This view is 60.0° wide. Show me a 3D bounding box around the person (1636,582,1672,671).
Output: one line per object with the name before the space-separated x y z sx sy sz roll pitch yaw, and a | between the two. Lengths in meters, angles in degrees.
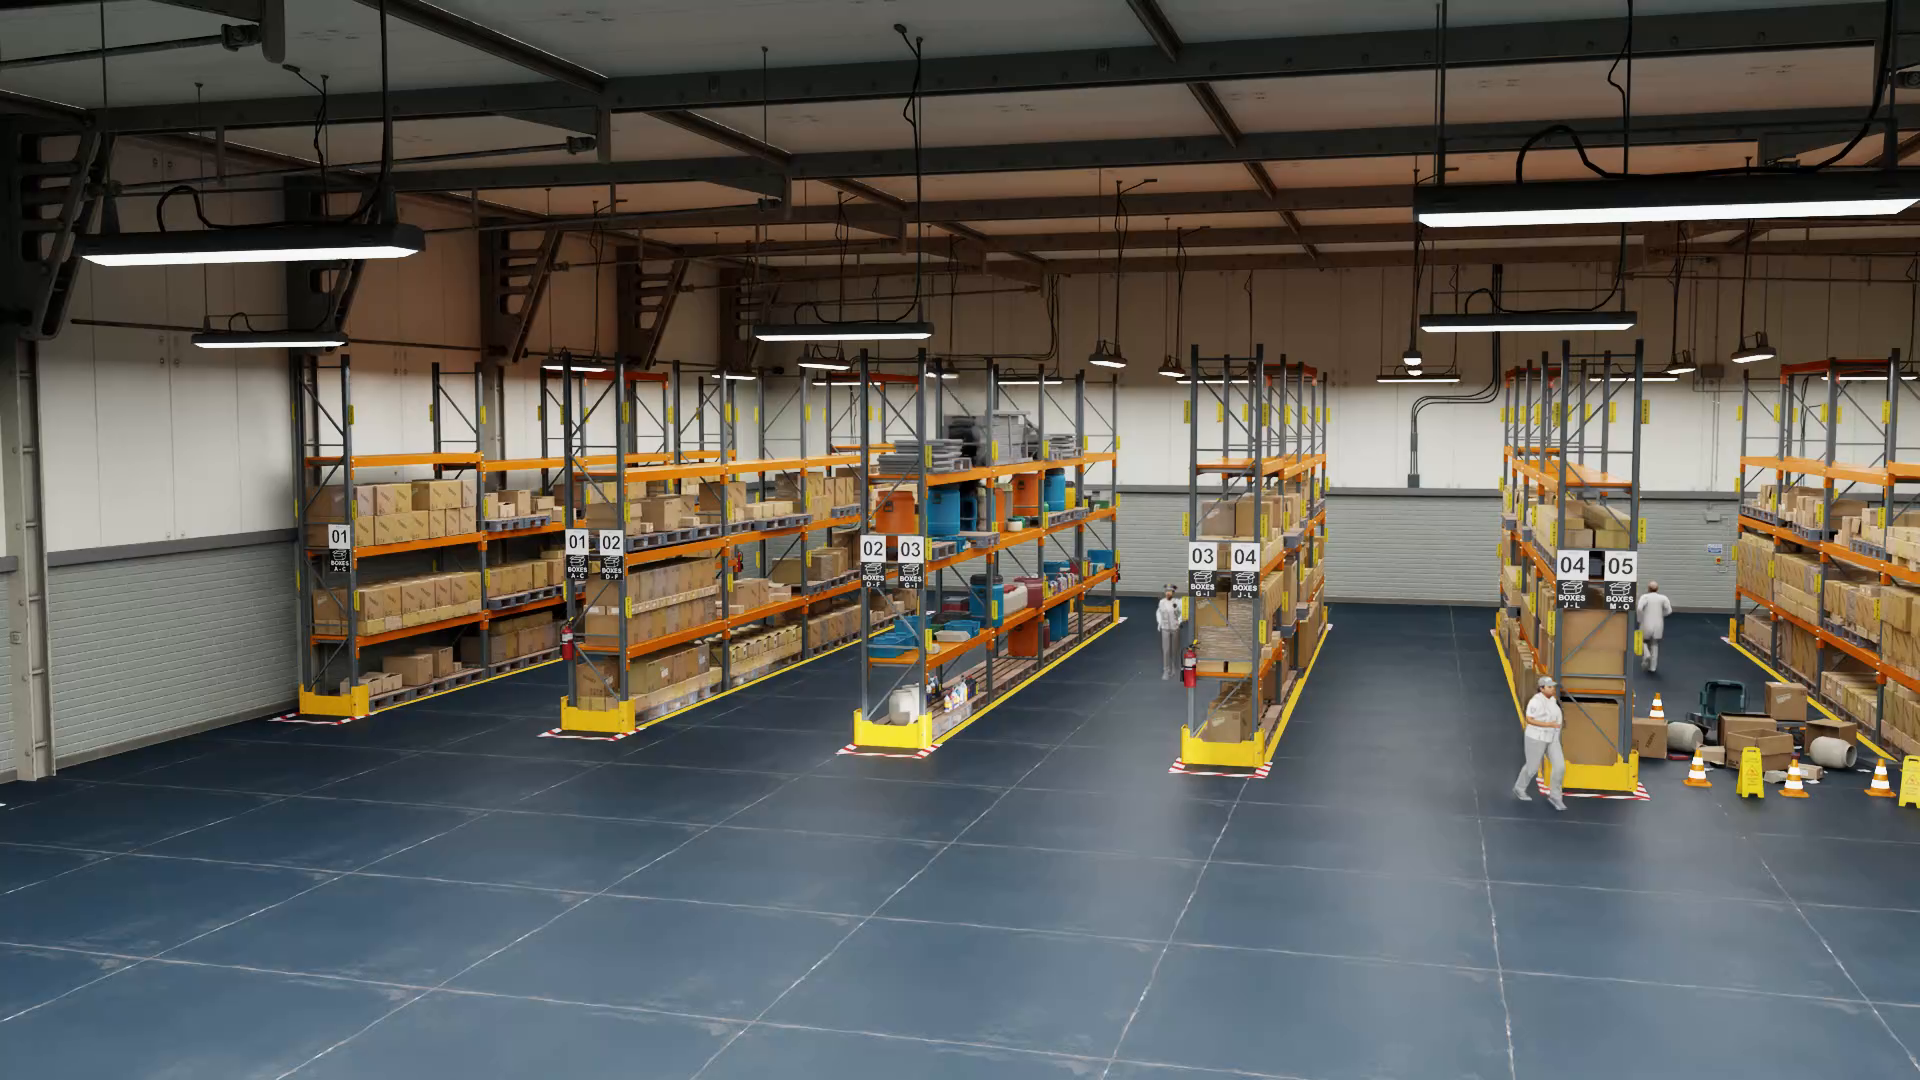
person | 13.577 1.680 32.654 0.714 1.742 0.635 1 4 7

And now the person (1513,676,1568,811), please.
person | 7.422 2.592 21.265 0.591 1.725 0.765 -2 5 -27

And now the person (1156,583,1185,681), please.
person | 3.791 1.627 29.806 0.608 1.715 0.773 1 5 19
